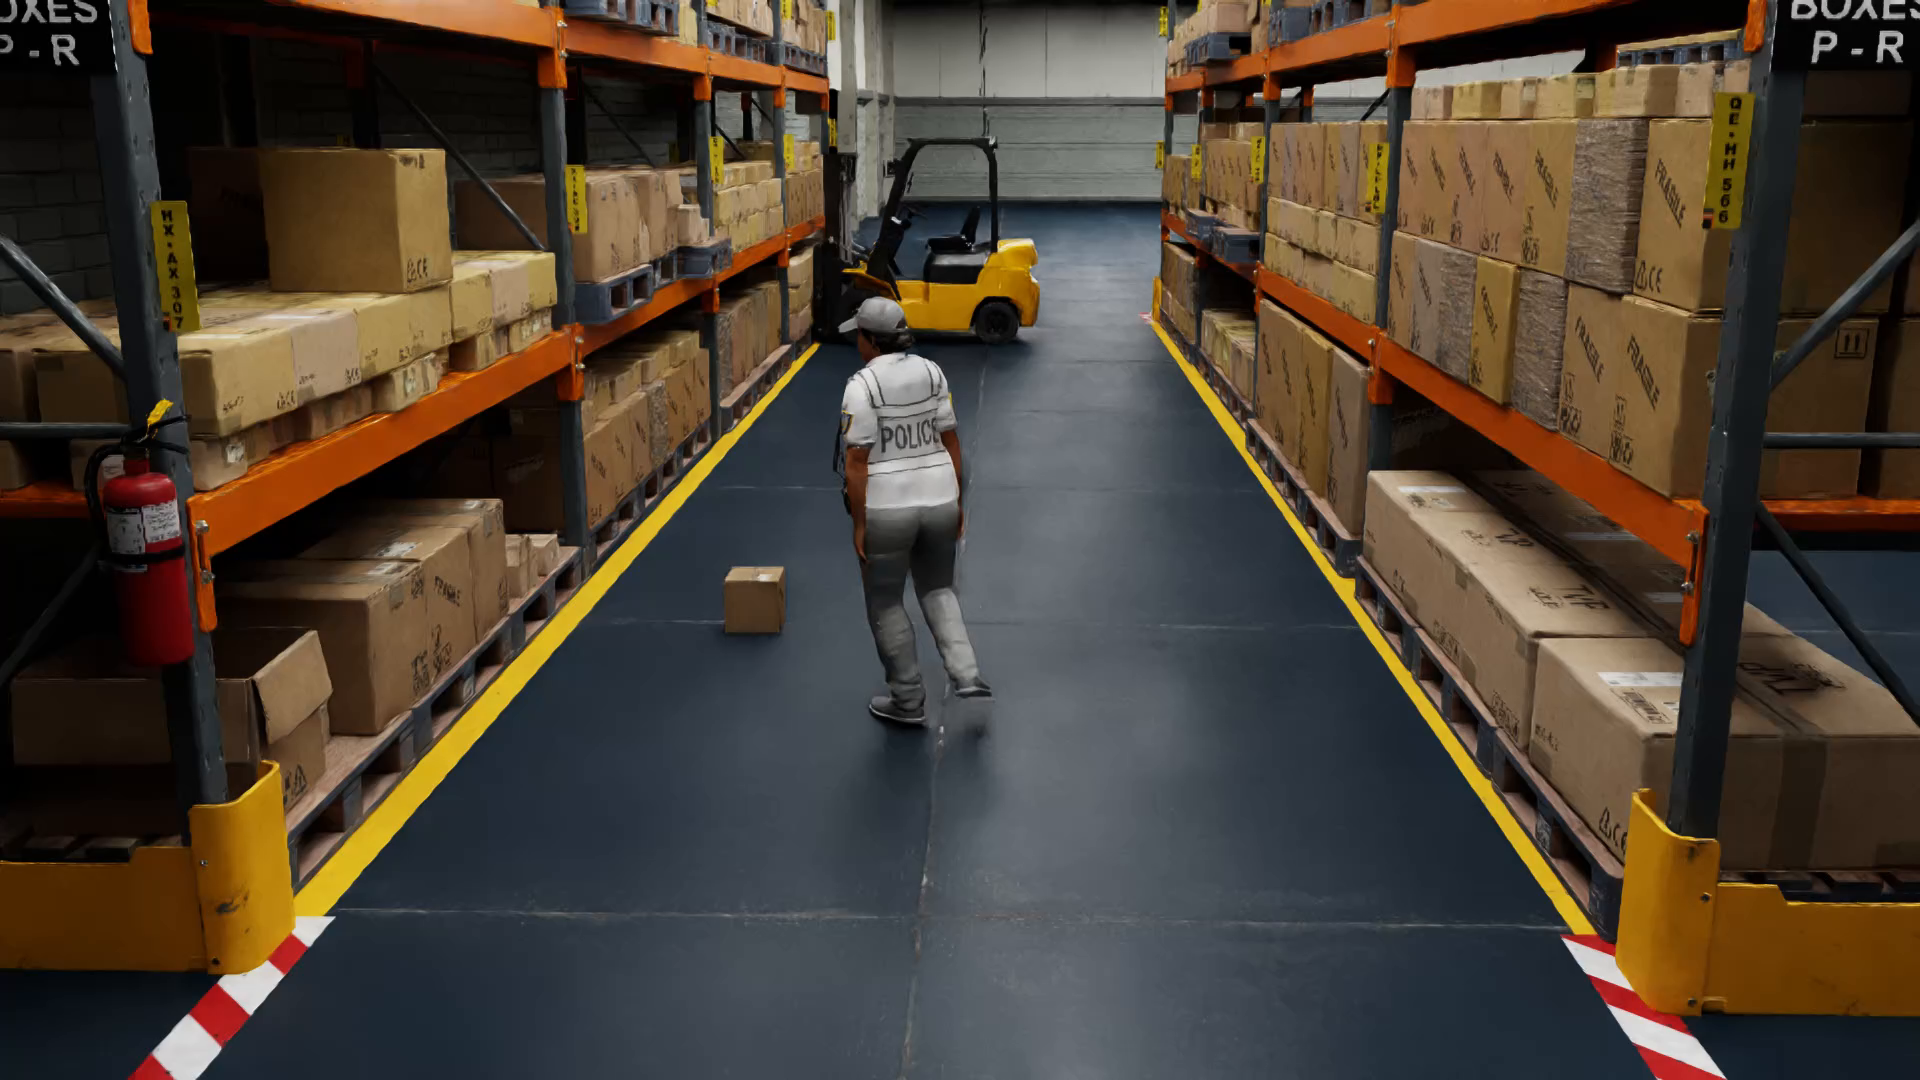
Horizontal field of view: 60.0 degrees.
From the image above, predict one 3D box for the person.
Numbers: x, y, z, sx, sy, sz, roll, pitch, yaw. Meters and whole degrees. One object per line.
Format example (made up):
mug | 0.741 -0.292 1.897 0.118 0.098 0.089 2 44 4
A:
person | -0.181 -0.096 6.382 0.556 1.655 0.576 -9 17 -33
